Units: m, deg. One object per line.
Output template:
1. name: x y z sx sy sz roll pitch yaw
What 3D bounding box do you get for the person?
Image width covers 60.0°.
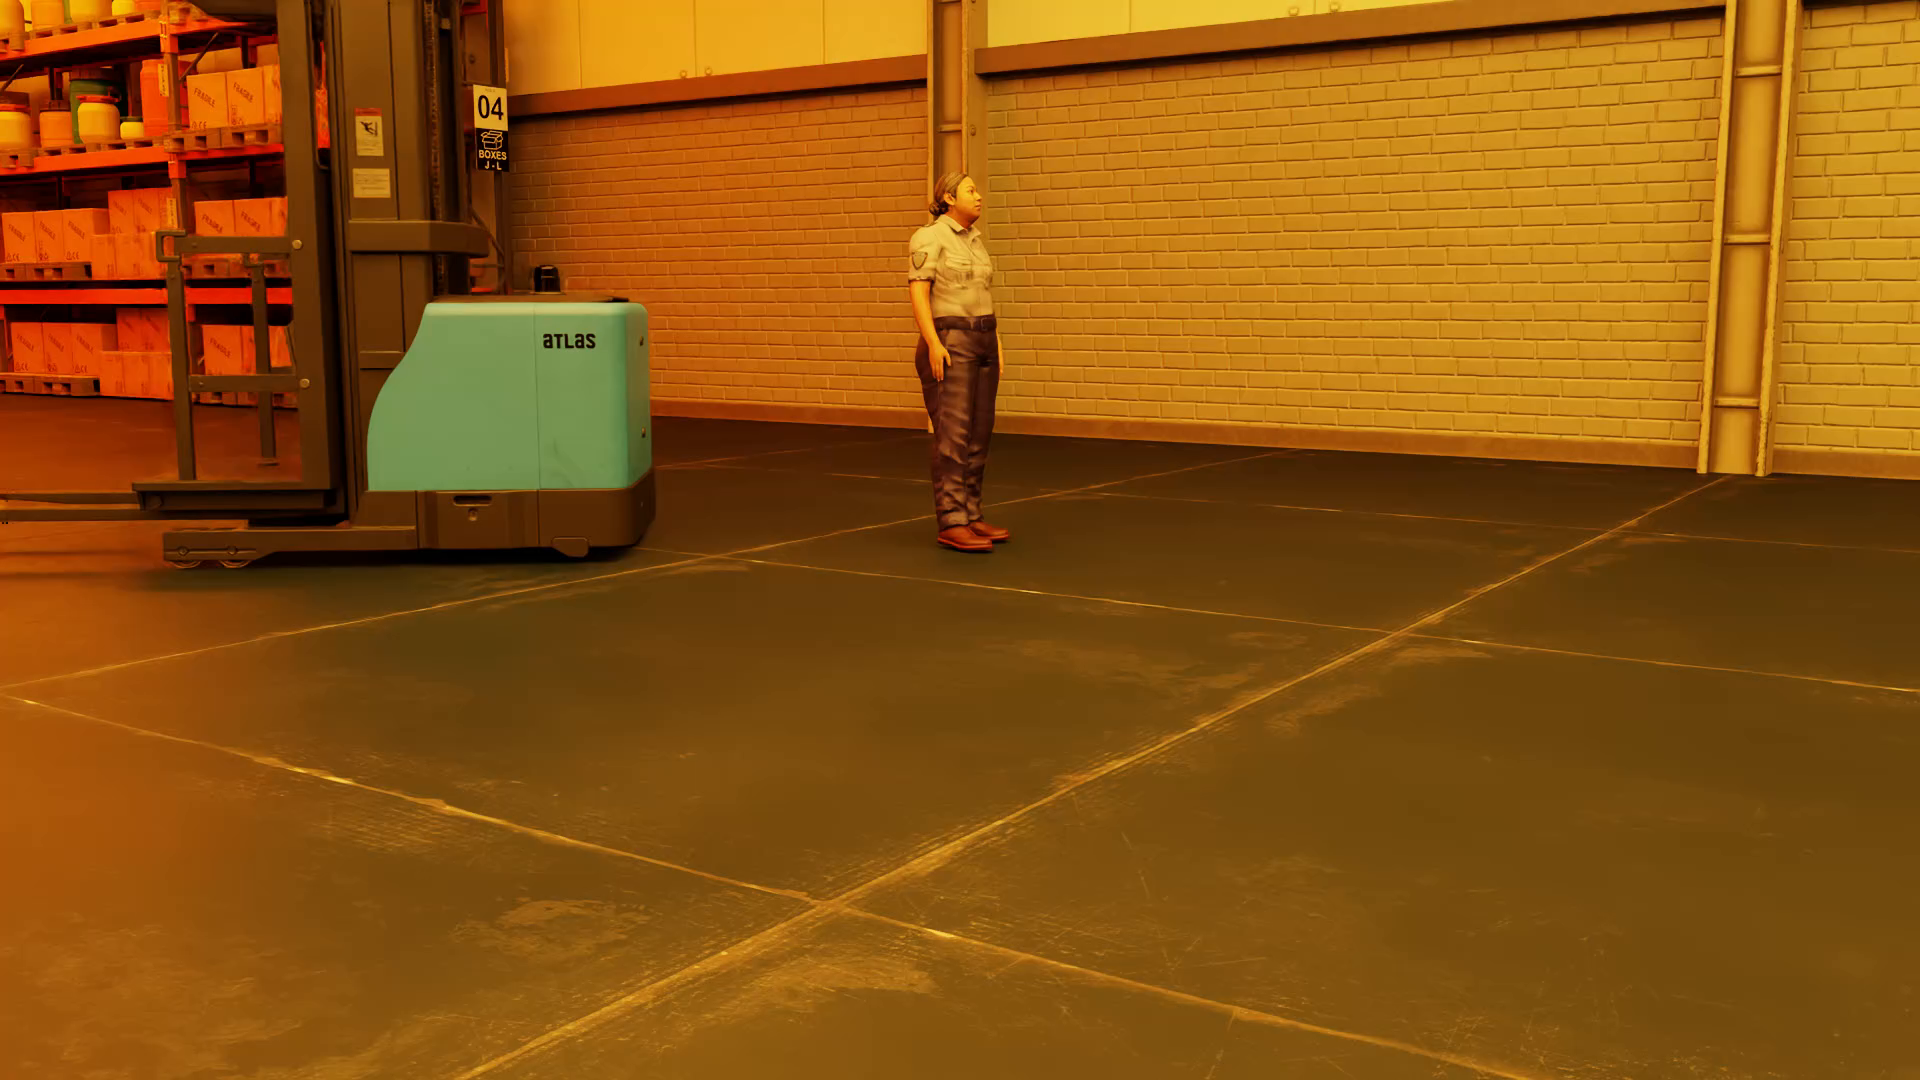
1. person: 0.061 -0.813 7.419 0.503 1.650 0.599 5 10 34

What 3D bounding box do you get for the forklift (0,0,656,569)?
1. forklift: -2.911 -1.410 7.109 3.031 2.935 1.130 -1 8 -4
